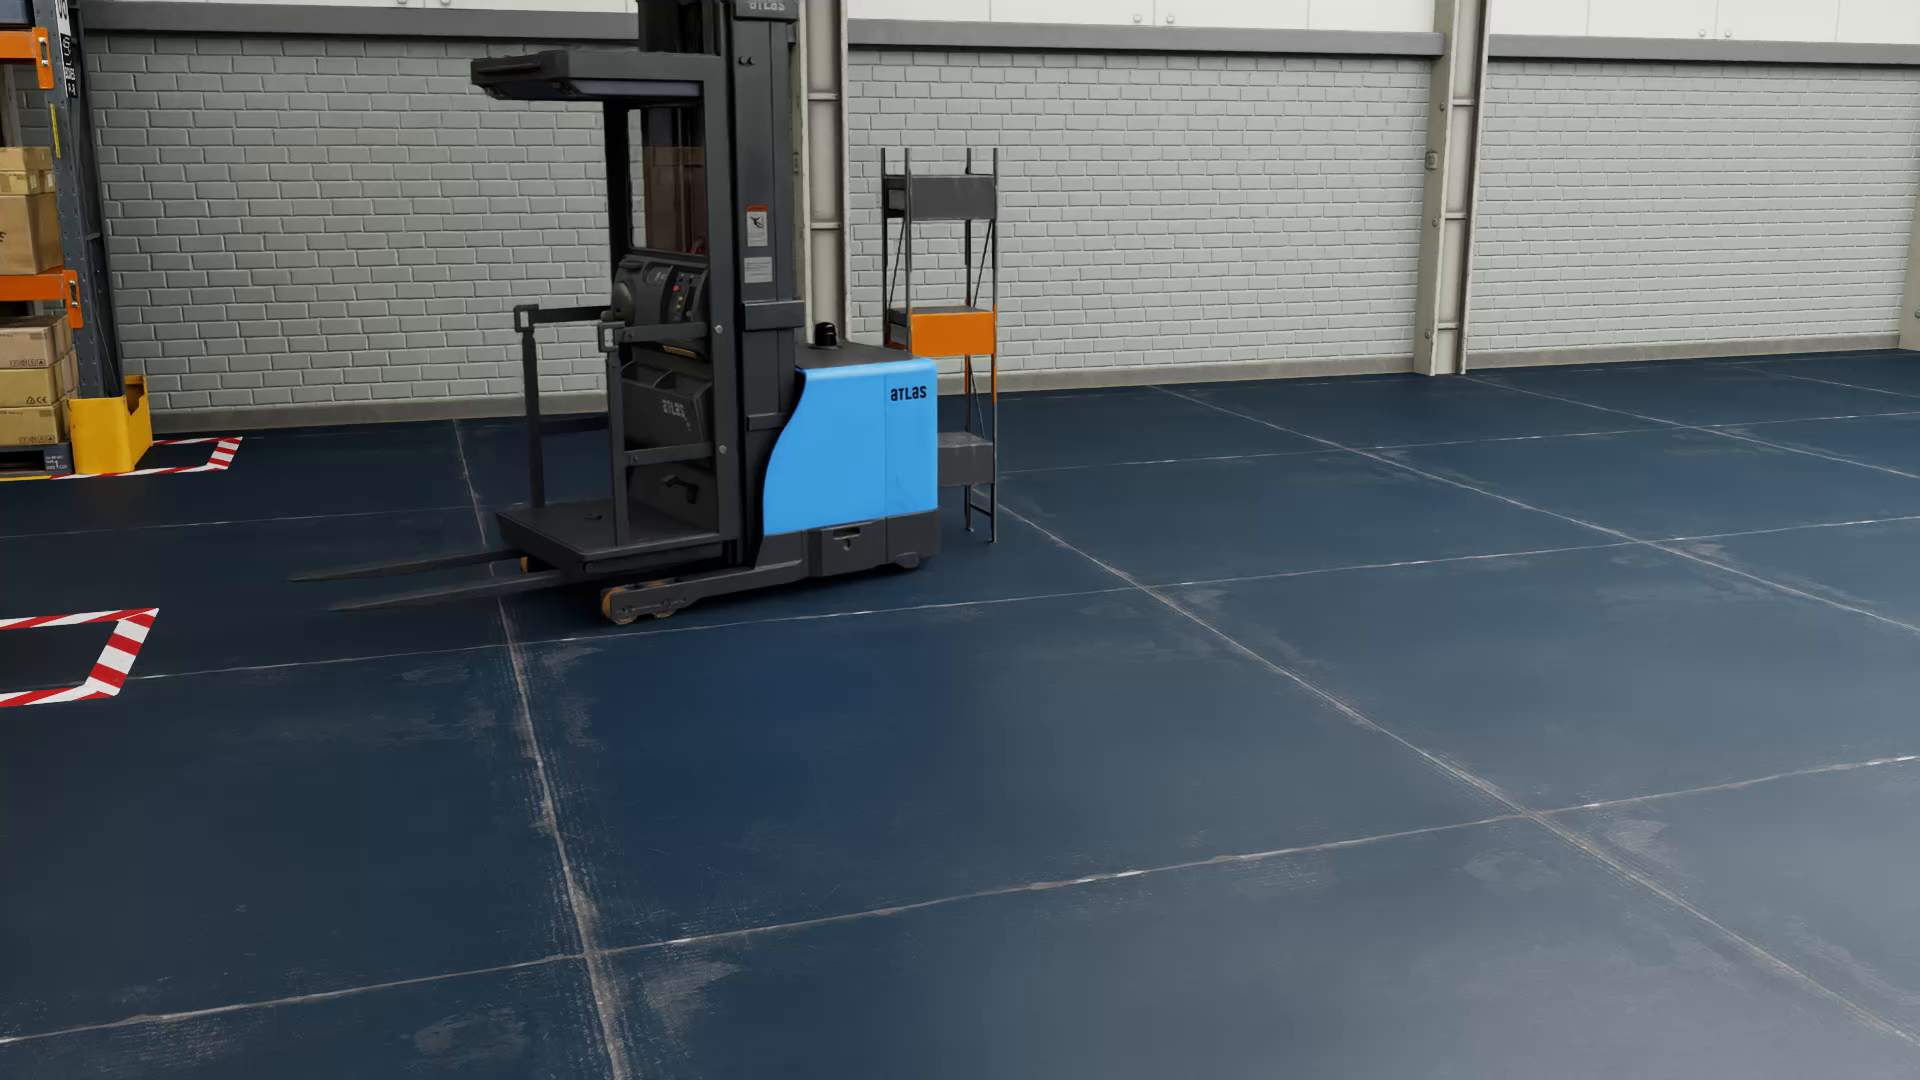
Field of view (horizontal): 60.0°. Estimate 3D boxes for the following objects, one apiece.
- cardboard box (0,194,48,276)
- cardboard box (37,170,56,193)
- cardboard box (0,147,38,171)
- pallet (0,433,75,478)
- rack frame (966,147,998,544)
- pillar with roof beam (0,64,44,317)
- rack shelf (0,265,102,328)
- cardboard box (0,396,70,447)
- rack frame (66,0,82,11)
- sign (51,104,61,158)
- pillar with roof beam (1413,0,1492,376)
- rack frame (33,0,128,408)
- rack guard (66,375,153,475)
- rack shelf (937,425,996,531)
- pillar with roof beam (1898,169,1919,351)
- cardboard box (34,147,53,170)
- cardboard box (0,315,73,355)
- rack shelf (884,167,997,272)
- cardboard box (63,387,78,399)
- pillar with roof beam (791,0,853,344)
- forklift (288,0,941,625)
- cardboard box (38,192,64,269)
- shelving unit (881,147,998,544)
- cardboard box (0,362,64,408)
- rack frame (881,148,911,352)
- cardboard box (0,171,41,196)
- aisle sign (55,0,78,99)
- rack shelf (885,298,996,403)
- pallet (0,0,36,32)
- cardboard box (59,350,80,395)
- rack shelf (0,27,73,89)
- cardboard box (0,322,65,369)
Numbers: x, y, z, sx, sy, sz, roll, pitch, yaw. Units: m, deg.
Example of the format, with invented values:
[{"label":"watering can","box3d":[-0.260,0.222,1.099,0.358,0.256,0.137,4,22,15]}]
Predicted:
[{"label":"cardboard box","box3d":[-6.249,-1.976,10.754,0.500,0.500,0.500,-5,14,-19]},{"label":"cardboard box","box3d":[-6.271,-2.418,11.207,0.250,0.149,0.380,-5,14,-20]},{"label":"cardboard box","box3d":[-6.139,-2.458,10.734,0.250,0.149,0.380,-4,14,-18]},{"label":"pallet","box3d":[-6.578,-0.600,11.207,1.213,0.211,1.003,-4,14,-18]},{"label":"rack frame","box3d":[0.116,-1.043,8.989,0.015,2.100,0.400,-5,14,-21]},{"label":"pillar with roof beam","box3d":[-5.441,-4.142,7.111,0.400,9.000,9.100,-4,14,-18]},{"label":"rack shelf","box3d":[-7.762,-1.524,10.623,4.000,0.370,1.077,-4,14,-18]},{"label":"cardboard box","box3d":[-6.211,-0.784,10.993,0.500,0.250,0.500,-4,14,-18]},{"label":"rack frame","box3d":[-5.866,-4.940,10.466,0.127,3.000,1.000,-4,14,-18]},{"label":"sign","box3d":[-5.707,-2.580,10.494,0.005,0.325,0.100,-4,14,-18]},{"label":"pillar with roof beam","box3d":[5.933,-5.028,10.835,0.400,9.000,9.100,-4,14,-18]},{"label":"rack frame","box3d":[-5.866,-2.022,11.160,0.127,3.000,1.000,-4,14,-18]},{"label":"rack guard","box3d":[-5.844,-0.807,11.457,0.348,0.500,1.175,-4,14,-18]},{"label":"rack shelf","box3d":[-0.110,-0.327,9.065,0.480,0.518,0.431,-5,14,-21]},{"label":"pillar with roof beam","box3d":[11.619,-5.471,12.696,0.400,9.000,9.100,-4,14,-18]},{"label":"cardboard box","box3d":[-6.253,-2.553,11.132,0.250,0.149,0.380,-5,14,-19]},{"label":"cardboard box","box3d":[-6.382,-1.381,11.339,0.500,0.250,0.500,-5,14,-19]},{"label":"rack shelf","box3d":[-0.110,-1.689,8.741,0.480,0.518,0.431,-5,14,-21]},{"label":"cardboard box","box3d":[-6.394,-0.895,11.458,0.500,0.250,0.500,-4,14,-18]},{"label":"pillar with roof beam","box3d":[0.246,-4.585,8.973,0.400,9.000,9.100,-4,14,-18]},{"label":"forklift","box3d":[-1.595,-1.181,7.774,3.031,2.935,1.130,-9,16,-34]},{"label":"cardboard box","box3d":[-6.425,-2.095,11.251,0.500,0.500,0.500,-4,14,-16]},{"label":"shelving unit","box3d":[-0.110,-1.022,8.900,0.503,2.100,0.431,-5,14,-21]},{"label":"cardboard box","box3d":[-6.228,-1.027,10.933,0.500,0.250,0.500,-5,14,-19]},{"label":"rack frame","box3d":[-0.336,-1.000,8.811,0.015,2.100,0.400,-5,14,-21]},{"label":"cardboard box","box3d":[-6.106,-2.299,10.707,0.250,0.149,0.380,-4,14,-17]},{"label":"aisle sign","box3d":[-5.710,-3.227,10.609,0.004,0.787,0.394,-4,14,-18]},{"label":"rack shelf","box3d":[-0.110,-1.008,8.903,0.480,0.518,0.431,-5,14,-21]},{"label":"pallet","box3d":[-6.545,-3.391,10.628,1.213,0.211,1.003,-4,14,-18]},{"label":"cardboard box","box3d":[-6.378,-1.142,11.417,0.500,0.250,0.500,-4,14,-17]},{"label":"rack shelf","box3d":[-7.762,-2.983,10.276,4.000,0.370,1.077,-4,14,-18]},{"label":"cardboard box","box3d":[-6.203,-1.272,10.883,0.500,0.250,0.500,-4,14,-16]}]
